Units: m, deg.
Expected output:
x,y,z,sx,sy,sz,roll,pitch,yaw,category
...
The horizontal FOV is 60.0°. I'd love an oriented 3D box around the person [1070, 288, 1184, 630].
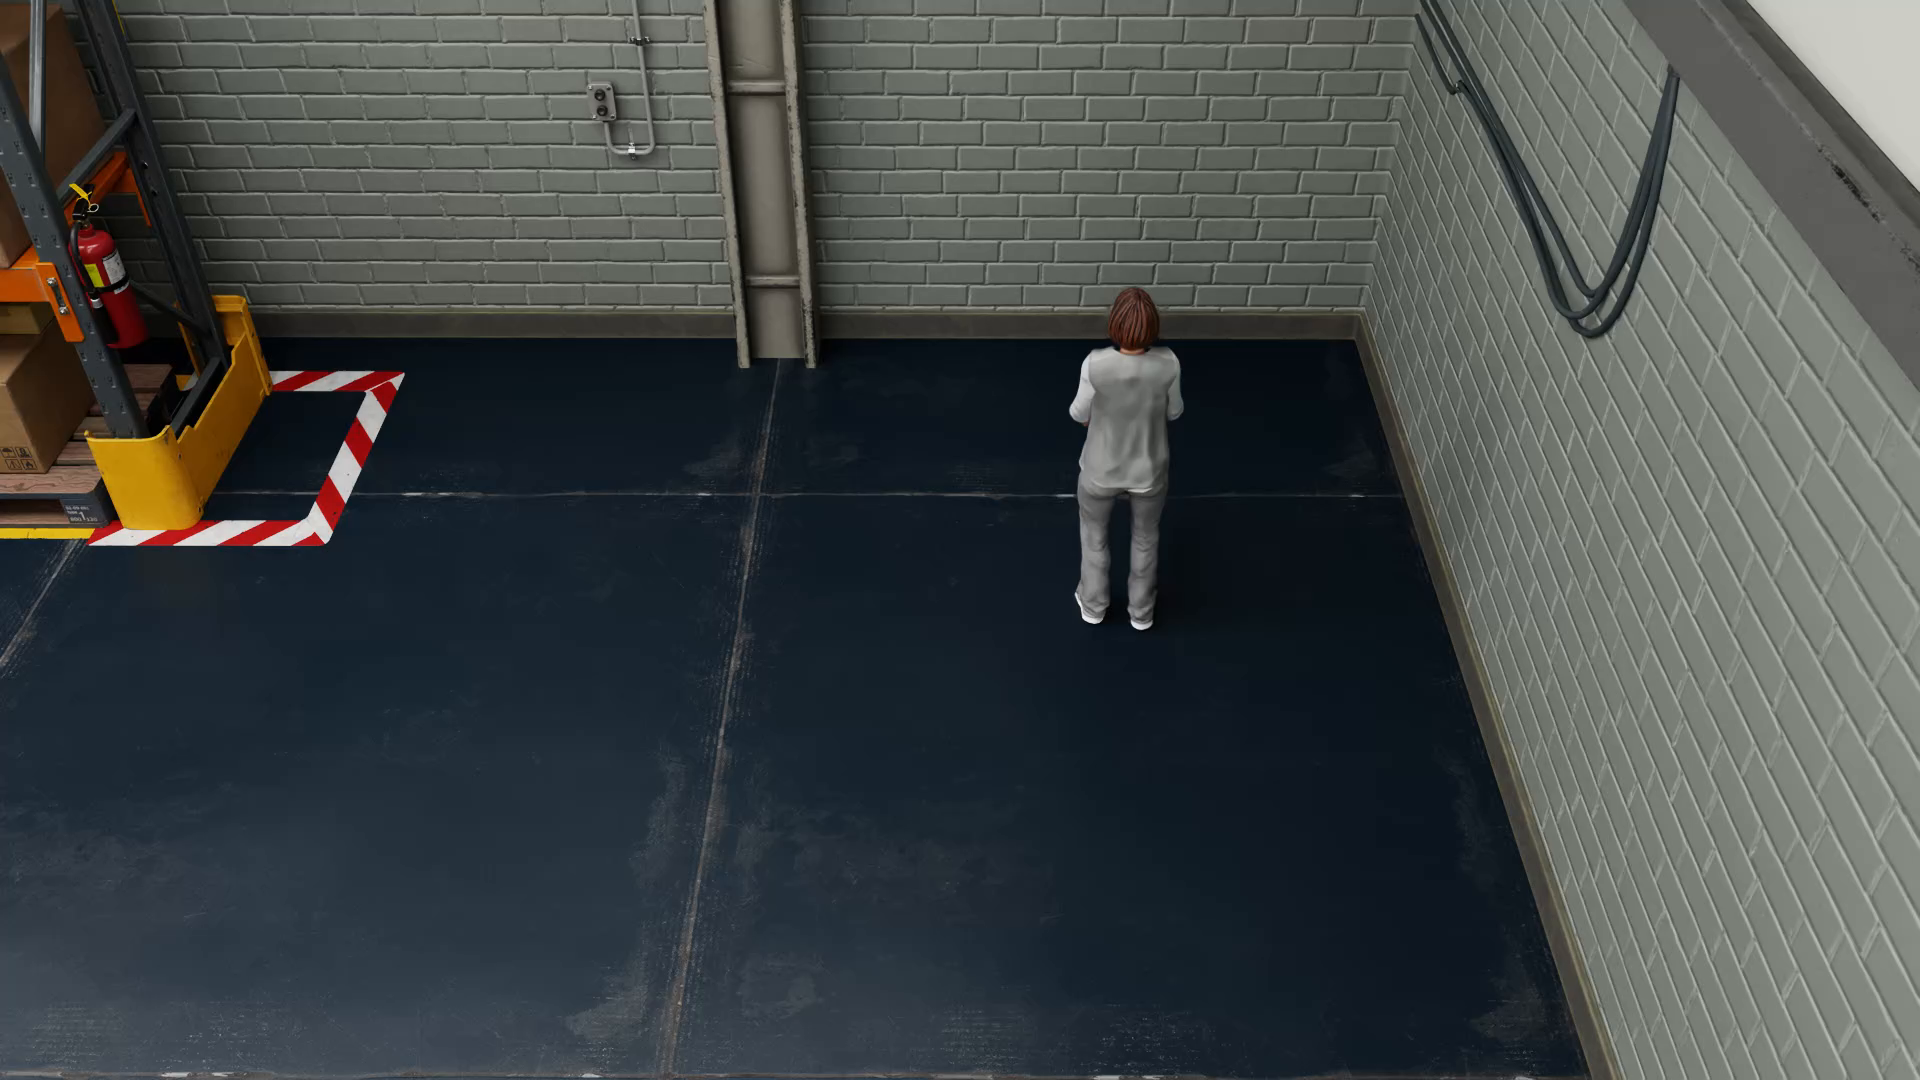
x,y,z,sx,sy,sz,roll,pitch,yaw,category
0.639,-0.296,6.588,0.438,1.499,0.470,0,40,0,person
